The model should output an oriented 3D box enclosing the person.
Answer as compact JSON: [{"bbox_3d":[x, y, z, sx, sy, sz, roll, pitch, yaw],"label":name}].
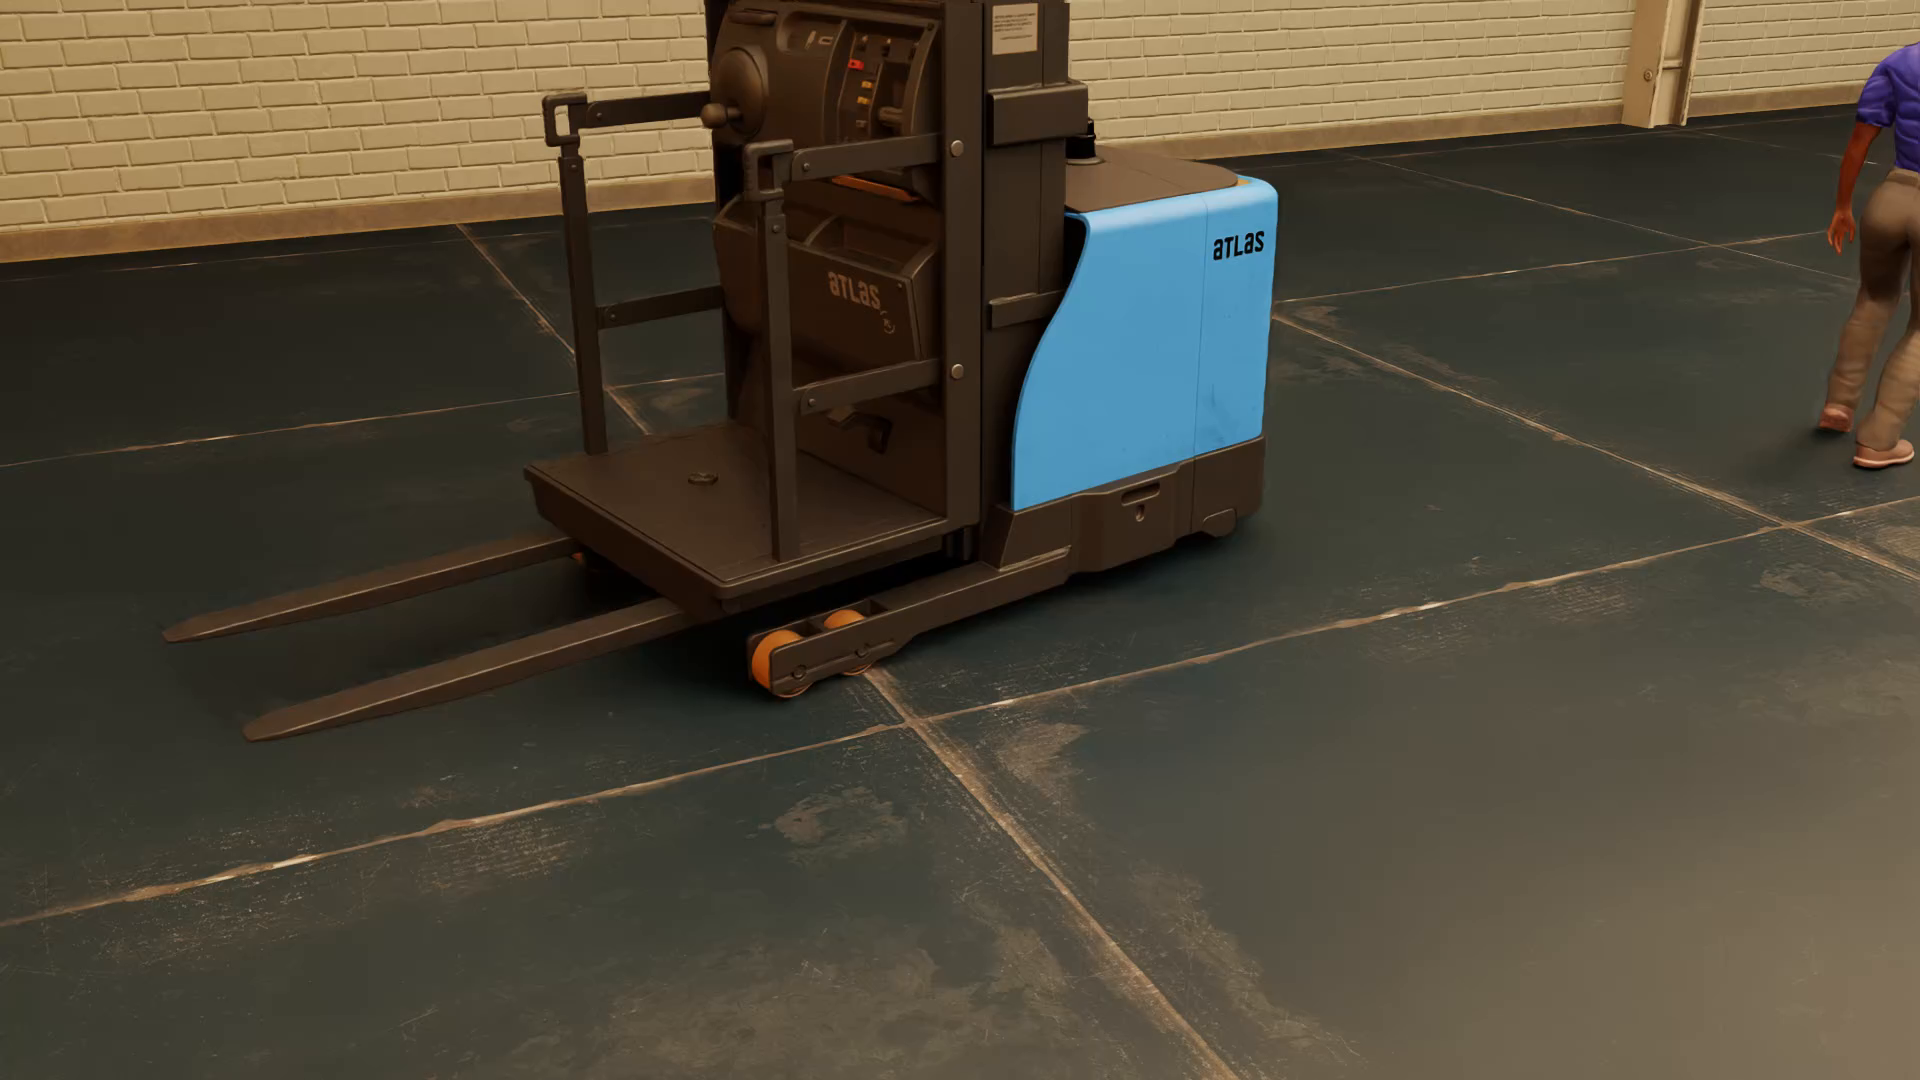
[{"bbox_3d":[3.228,-1.040,5.571,0.484,1.705,0.552,-16,27,-33],"label":"person"}]

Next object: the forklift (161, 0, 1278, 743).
[{"bbox_3d":[-0.528,-1.187,4.144,3.031,2.935,1.130,-17,28,-35],"label":"forklift"}]
